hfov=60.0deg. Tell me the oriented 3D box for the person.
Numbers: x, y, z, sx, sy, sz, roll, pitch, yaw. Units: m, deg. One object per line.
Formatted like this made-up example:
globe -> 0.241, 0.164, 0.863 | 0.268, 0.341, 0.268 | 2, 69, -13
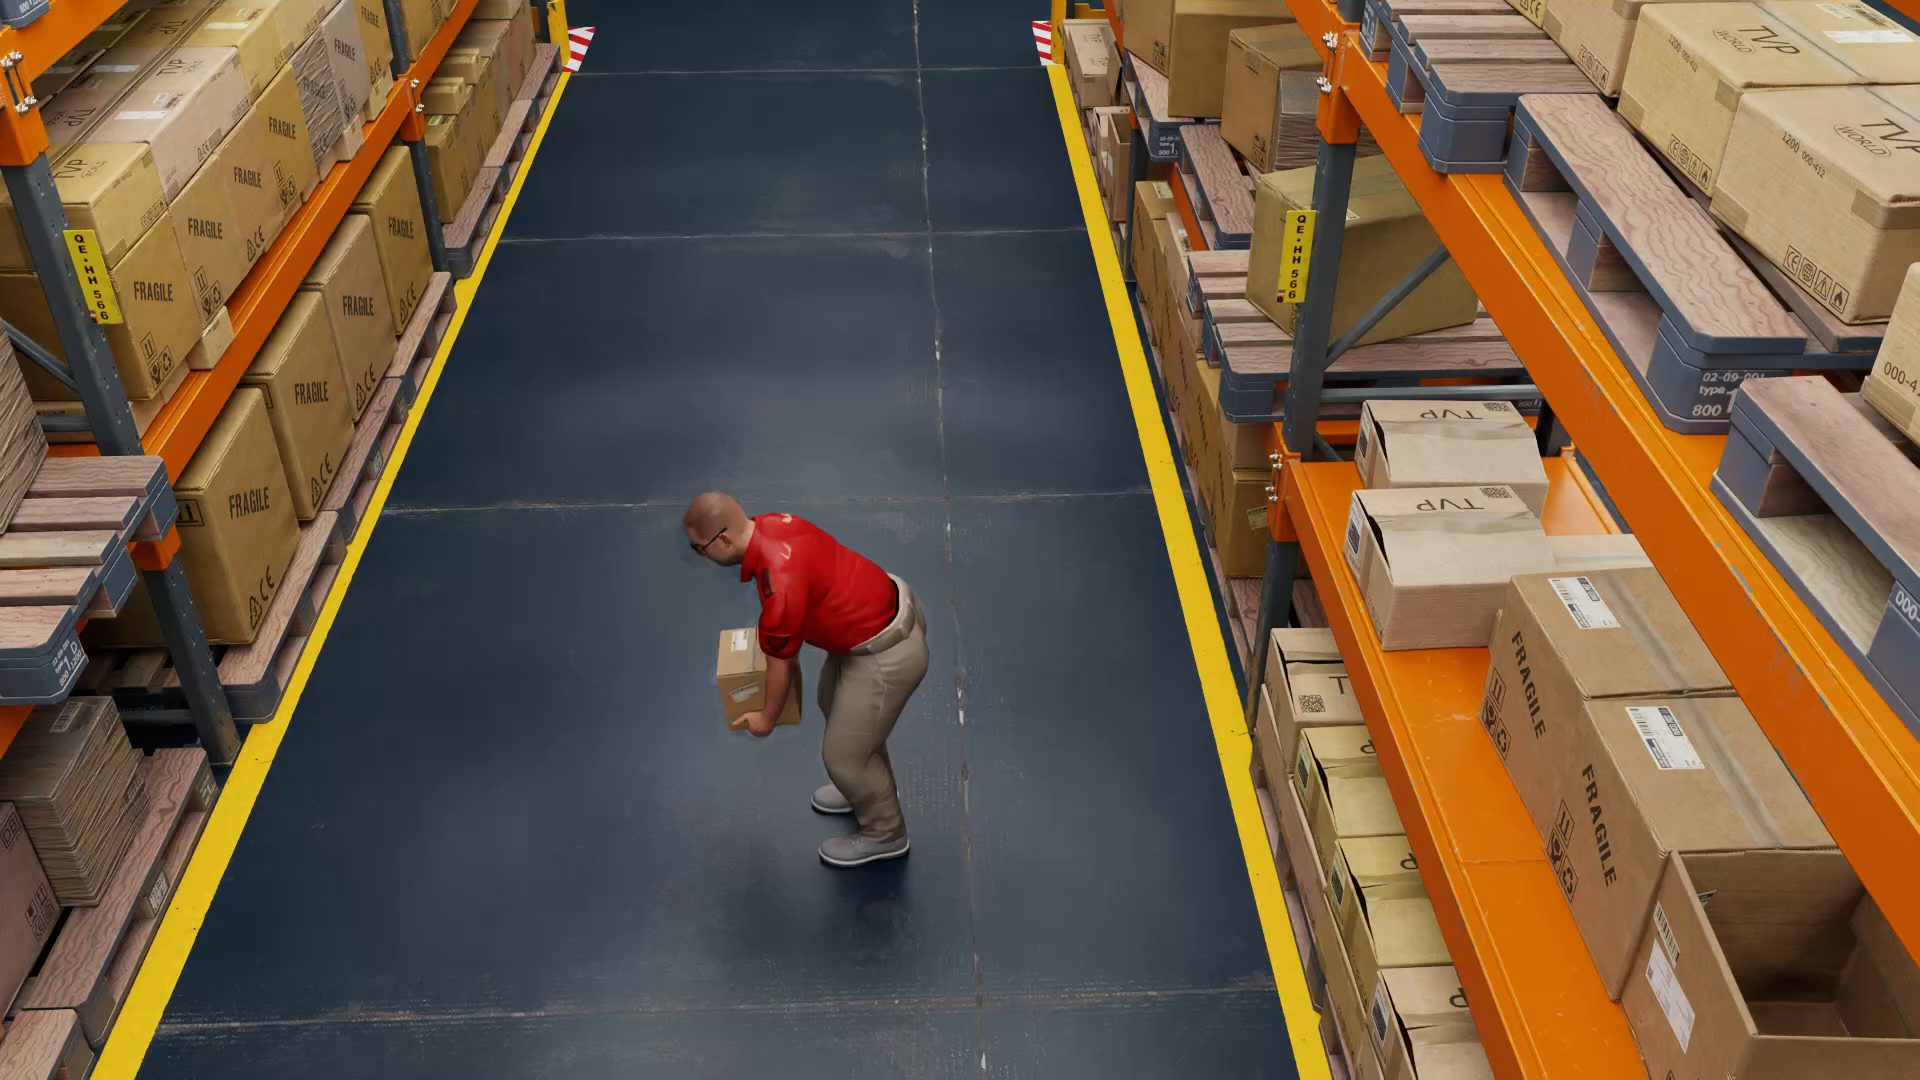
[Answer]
person -> -0.495, 0.455, 5.715 | 0.779, 1.501, 0.477 | -2, 35, -3
